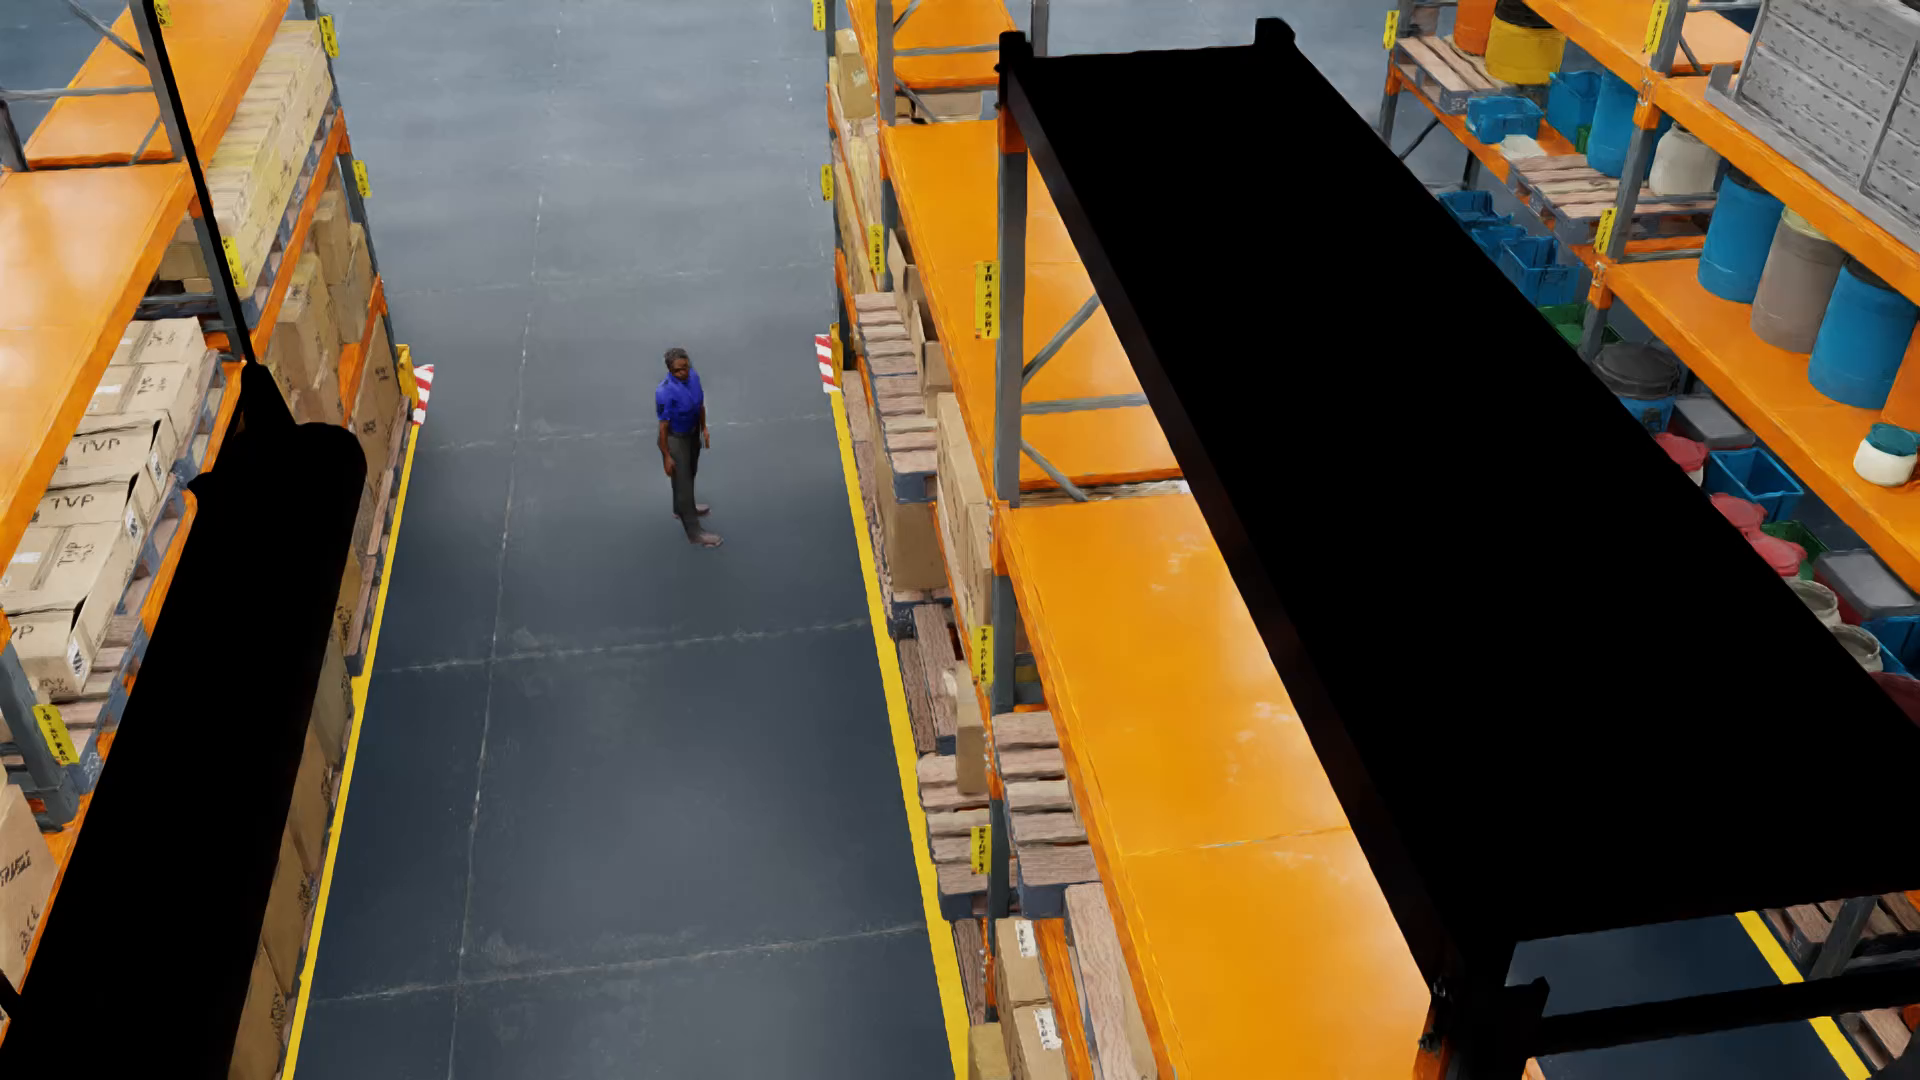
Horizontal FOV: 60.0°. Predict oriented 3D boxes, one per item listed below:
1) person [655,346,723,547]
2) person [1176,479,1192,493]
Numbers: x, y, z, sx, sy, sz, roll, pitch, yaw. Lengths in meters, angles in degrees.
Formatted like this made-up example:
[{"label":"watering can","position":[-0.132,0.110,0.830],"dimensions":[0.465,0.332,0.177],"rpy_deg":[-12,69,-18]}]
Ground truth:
[{"label":"person","position":[-2.056,-0.738,12.562],"dimensions":[0.553,1.653,0.574],"rpy_deg":[14,39,18]},{"label":"person","position":[1.477,0.016,11.589],"dimensions":[0.499,1.579,1.070],"rpy_deg":[-3,36,-5]}]
